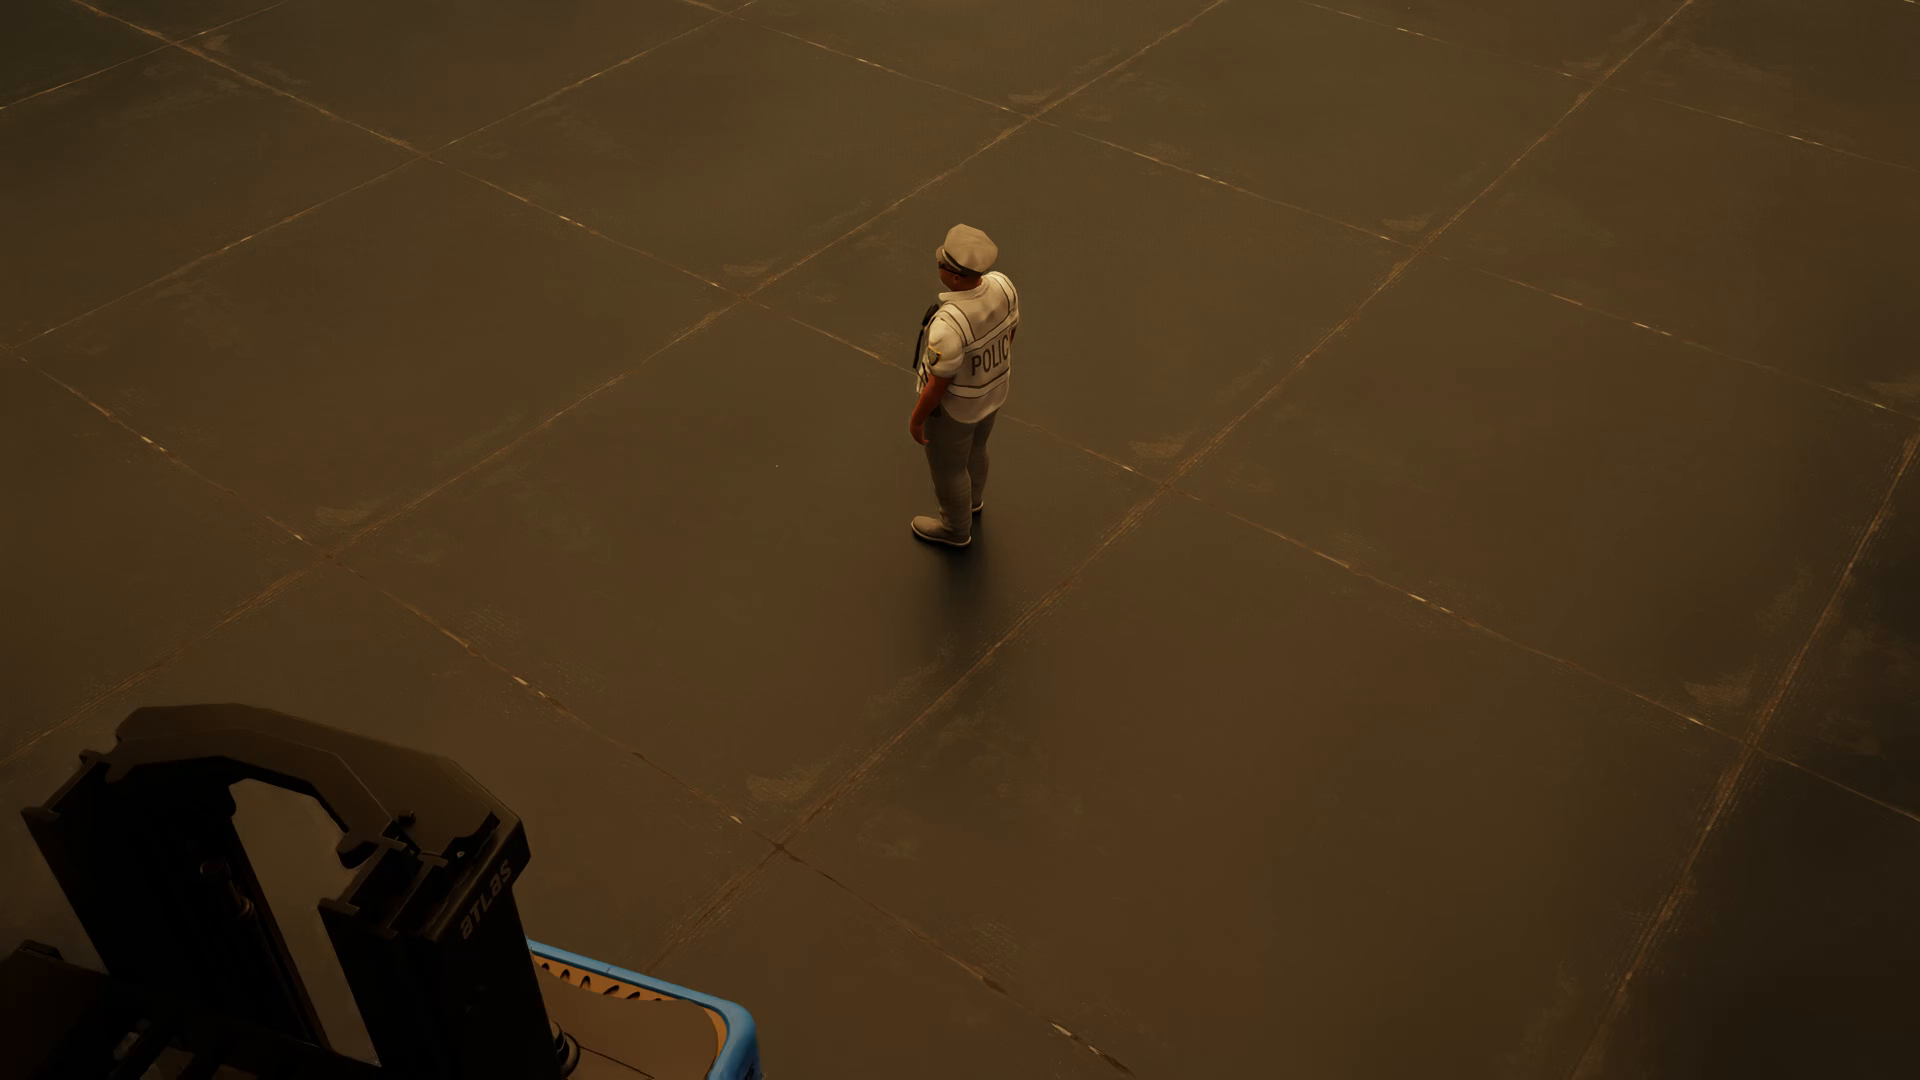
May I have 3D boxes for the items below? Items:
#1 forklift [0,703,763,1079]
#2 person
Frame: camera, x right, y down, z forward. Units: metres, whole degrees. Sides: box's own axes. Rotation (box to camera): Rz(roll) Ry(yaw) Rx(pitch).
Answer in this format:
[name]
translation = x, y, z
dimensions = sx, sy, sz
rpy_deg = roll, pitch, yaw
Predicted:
[forklift]
translation = -1.562, 1.922, 3.820
dimensions = 1.130, 2.935, 3.031
rpy_deg = 13, 42, 14
[person]
translation = -0.055, -0.721, 7.793
dimensions = 0.574, 1.780, 0.641
rpy_deg = 26, 47, 28
